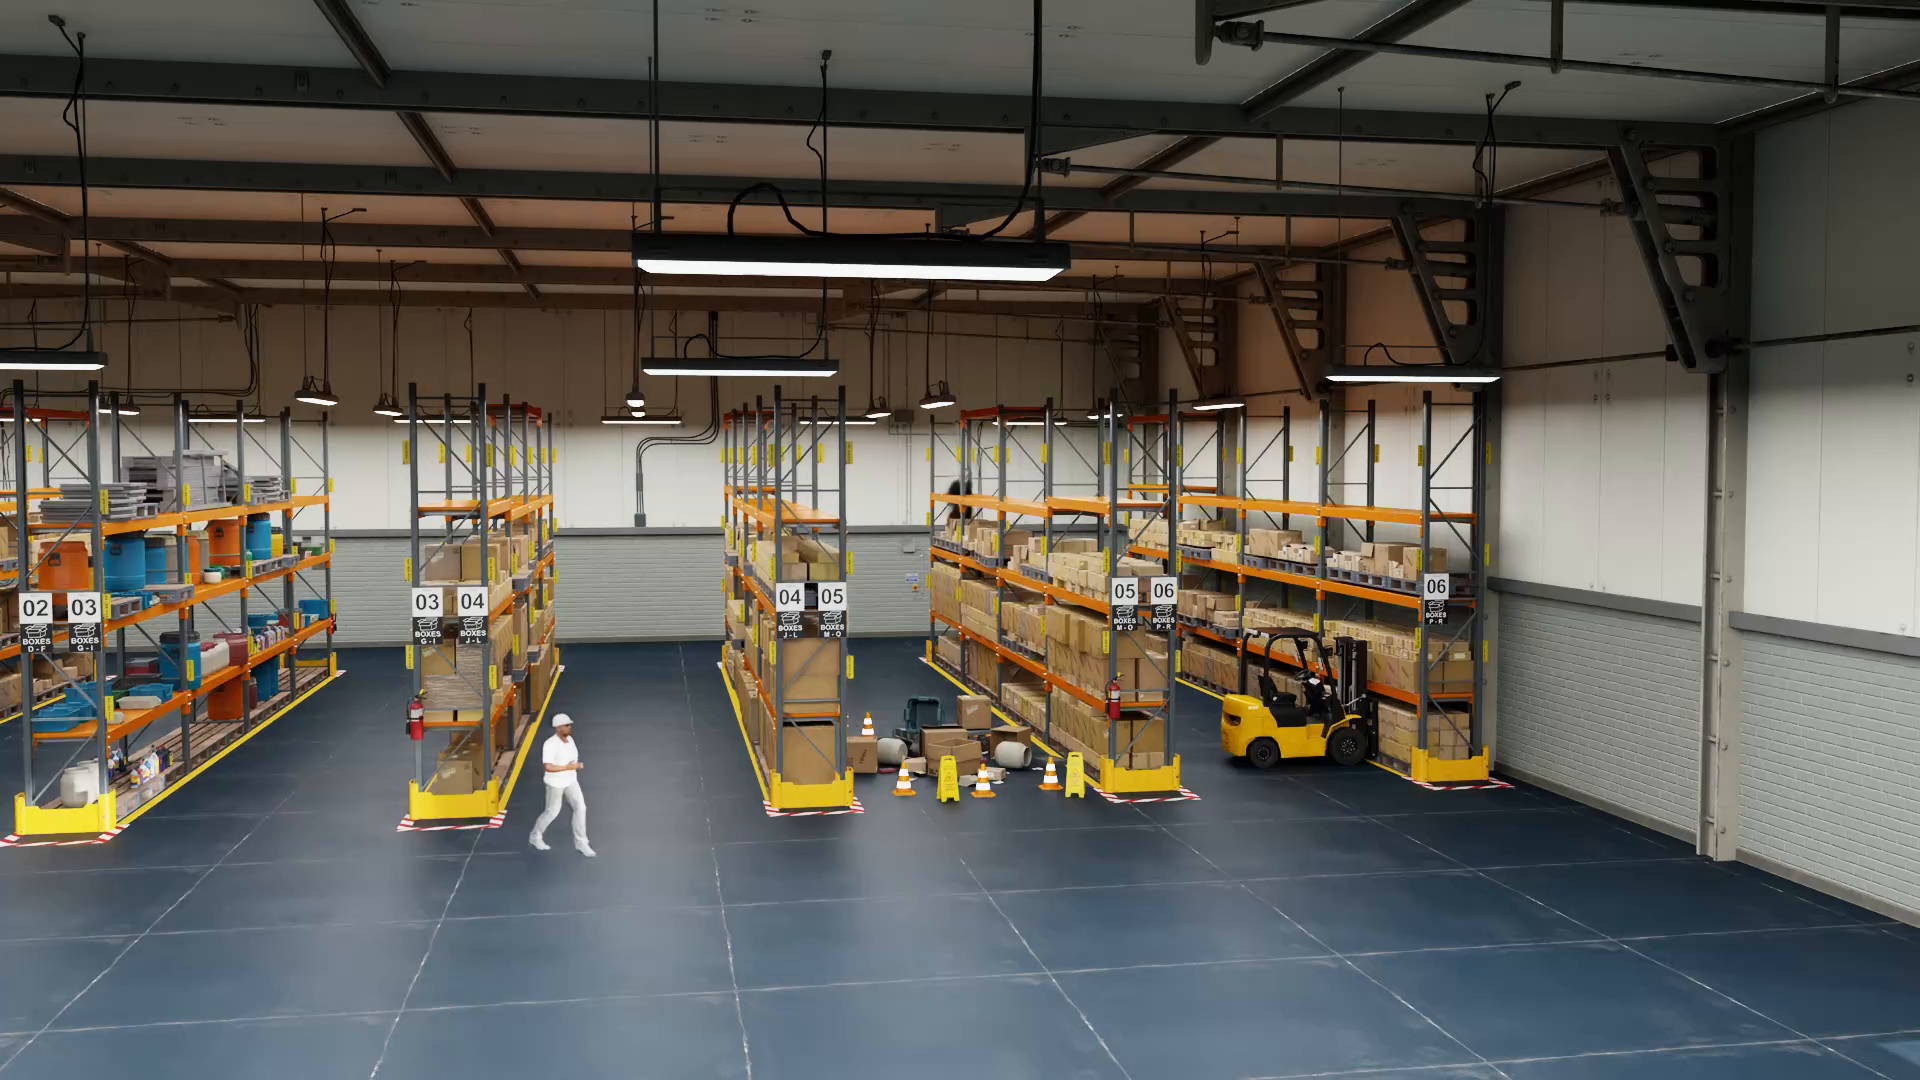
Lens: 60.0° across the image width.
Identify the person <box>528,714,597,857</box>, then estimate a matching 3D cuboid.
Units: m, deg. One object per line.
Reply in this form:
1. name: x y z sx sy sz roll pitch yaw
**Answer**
1. person: -5.014 3.063 20.786 0.898 1.801 0.649 1 3 27
